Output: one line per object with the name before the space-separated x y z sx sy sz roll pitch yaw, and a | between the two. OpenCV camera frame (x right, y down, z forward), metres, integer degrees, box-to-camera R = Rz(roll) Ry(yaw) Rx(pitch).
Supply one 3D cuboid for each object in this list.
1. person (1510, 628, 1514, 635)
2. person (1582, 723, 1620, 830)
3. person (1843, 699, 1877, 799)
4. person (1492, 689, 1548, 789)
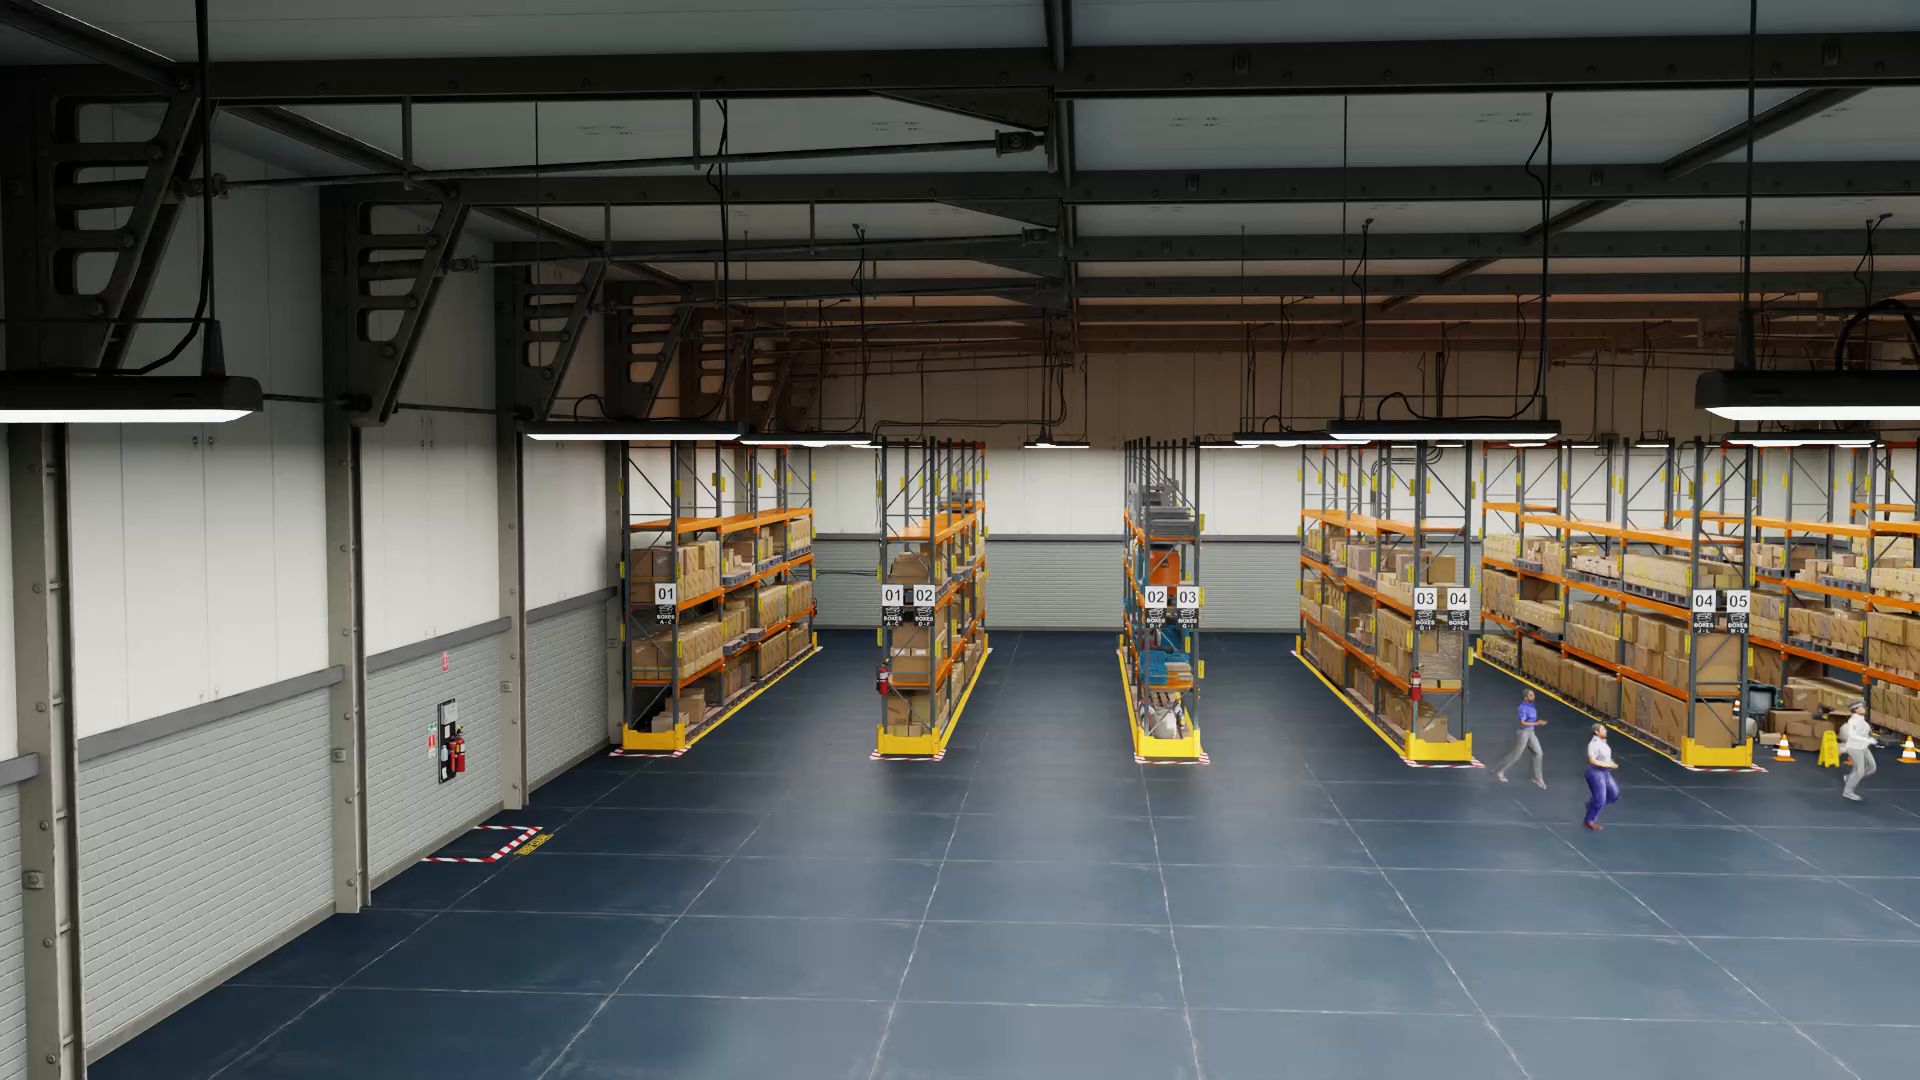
person | 16.044 2.391 47.753 0.483 1.565 0.530 -1 3 -12
person | 9.704 3.568 25.152 0.527 1.615 0.657 2 4 36
person | 14.780 3.429 27.283 0.526 1.663 0.668 3 4 43
person | 9.615 3.378 28.440 0.887 1.699 0.579 3 4 43
